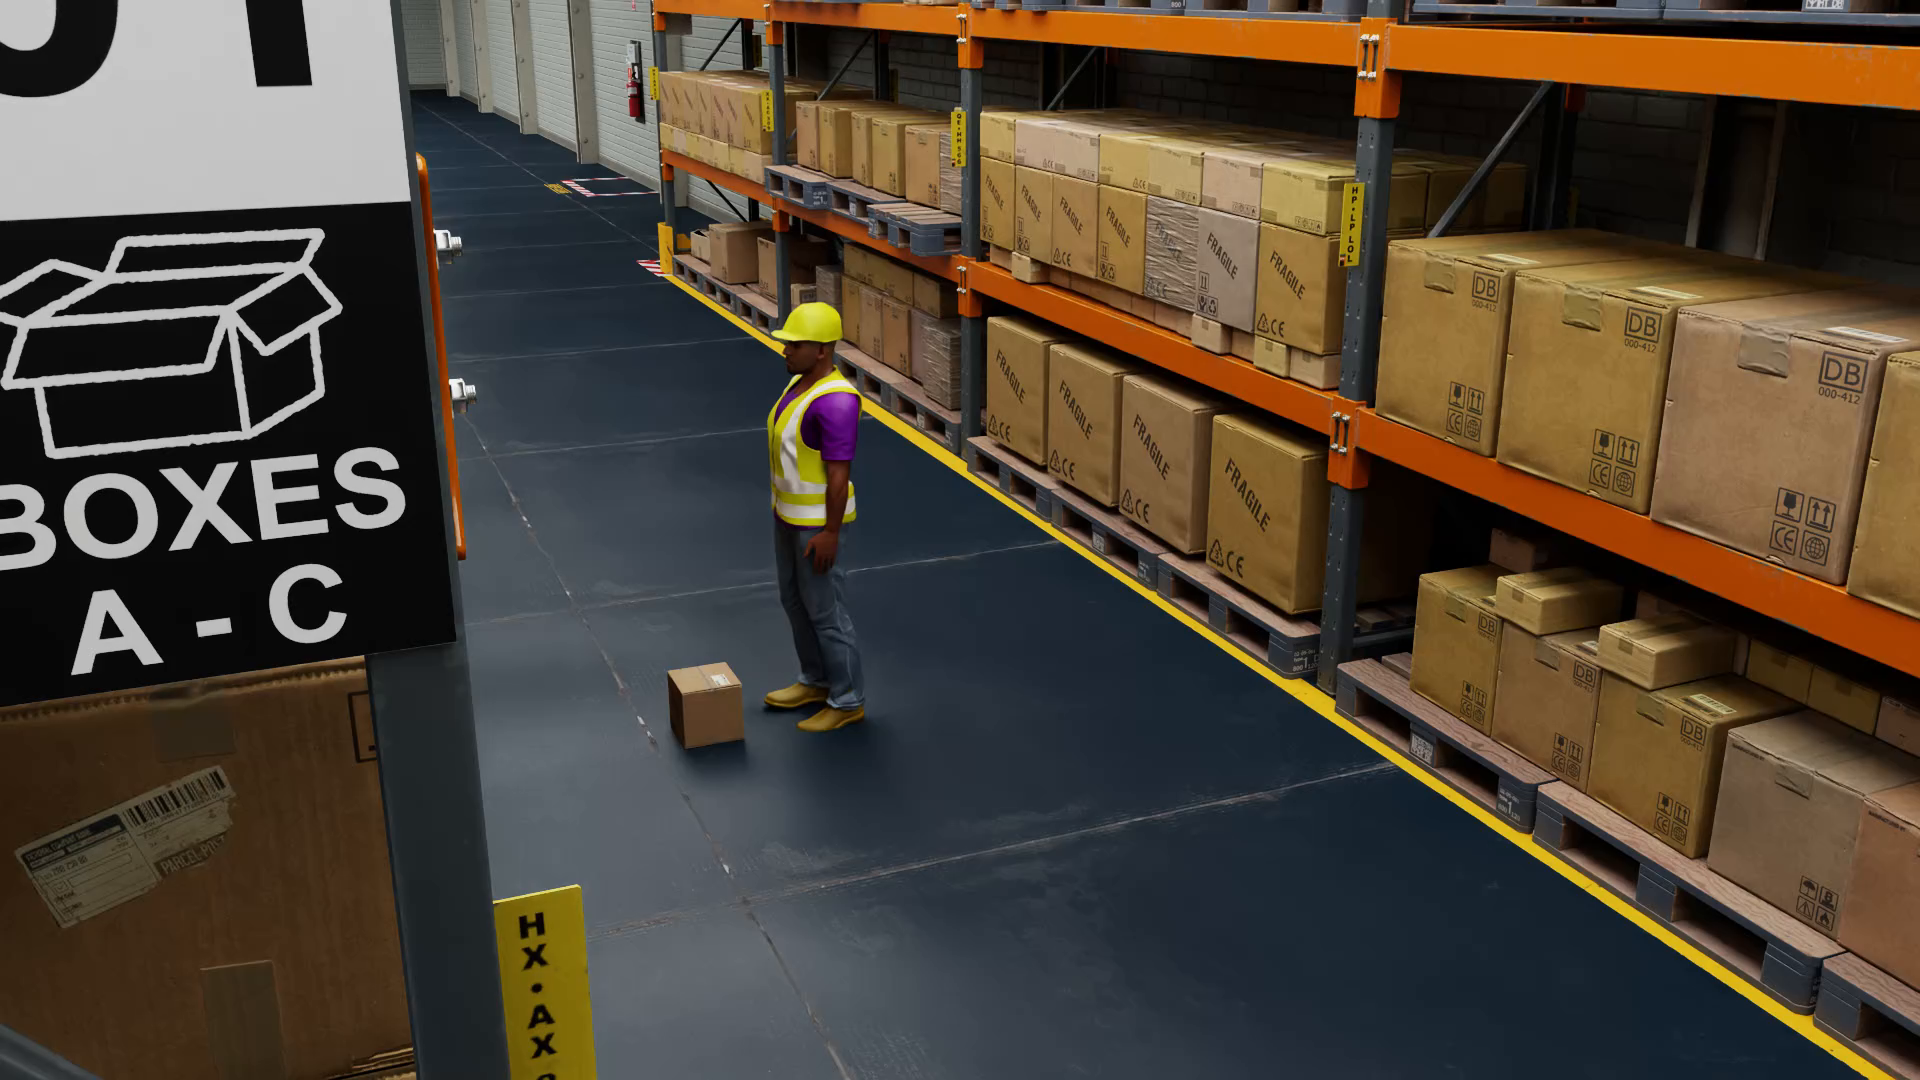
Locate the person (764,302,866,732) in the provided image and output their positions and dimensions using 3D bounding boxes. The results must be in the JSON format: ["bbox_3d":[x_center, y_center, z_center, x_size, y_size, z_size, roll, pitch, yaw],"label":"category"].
[{"bbox_3d":[-0.611,-0.082,6.805,0.380,1.783,0.562,-7,20,-21],"label":"person"}]
